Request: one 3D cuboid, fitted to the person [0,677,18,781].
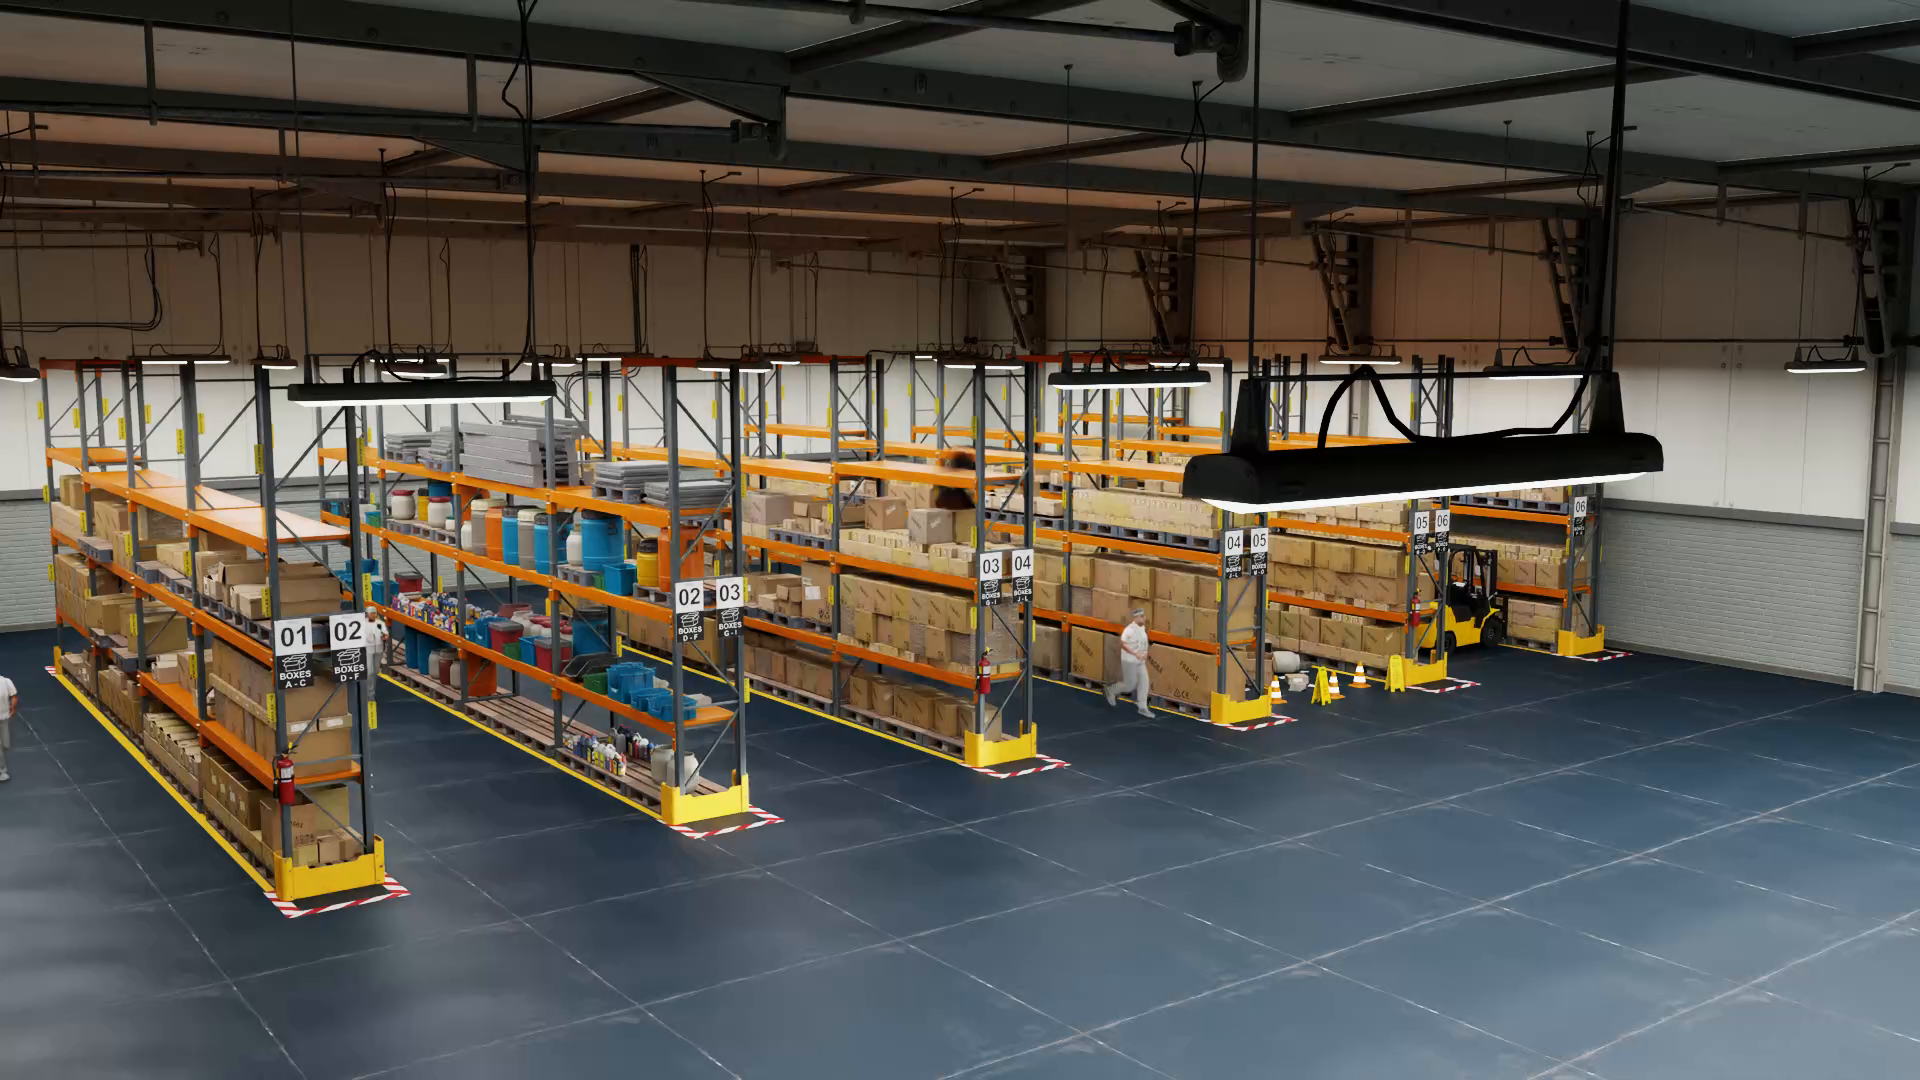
[{"bbox_3d":[-13.978,2.591,24.052,0.767,1.737,0.732,6,9,42],"label":"person"}]

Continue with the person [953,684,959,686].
[{"bbox_3d":[-0.354,1.763,30.945,1.127,1.773,0.636,6,9,41],"label":"person"}]

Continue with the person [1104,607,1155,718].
[{"bbox_3d":[2.793,1.959,27.037,0.923,1.776,0.686,4,8,32],"label":"person"}]

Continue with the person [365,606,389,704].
[{"bbox_3d":[-10.343,2.011,29.248,0.588,1.731,0.774,-6,9,-39],"label":"person"}]
